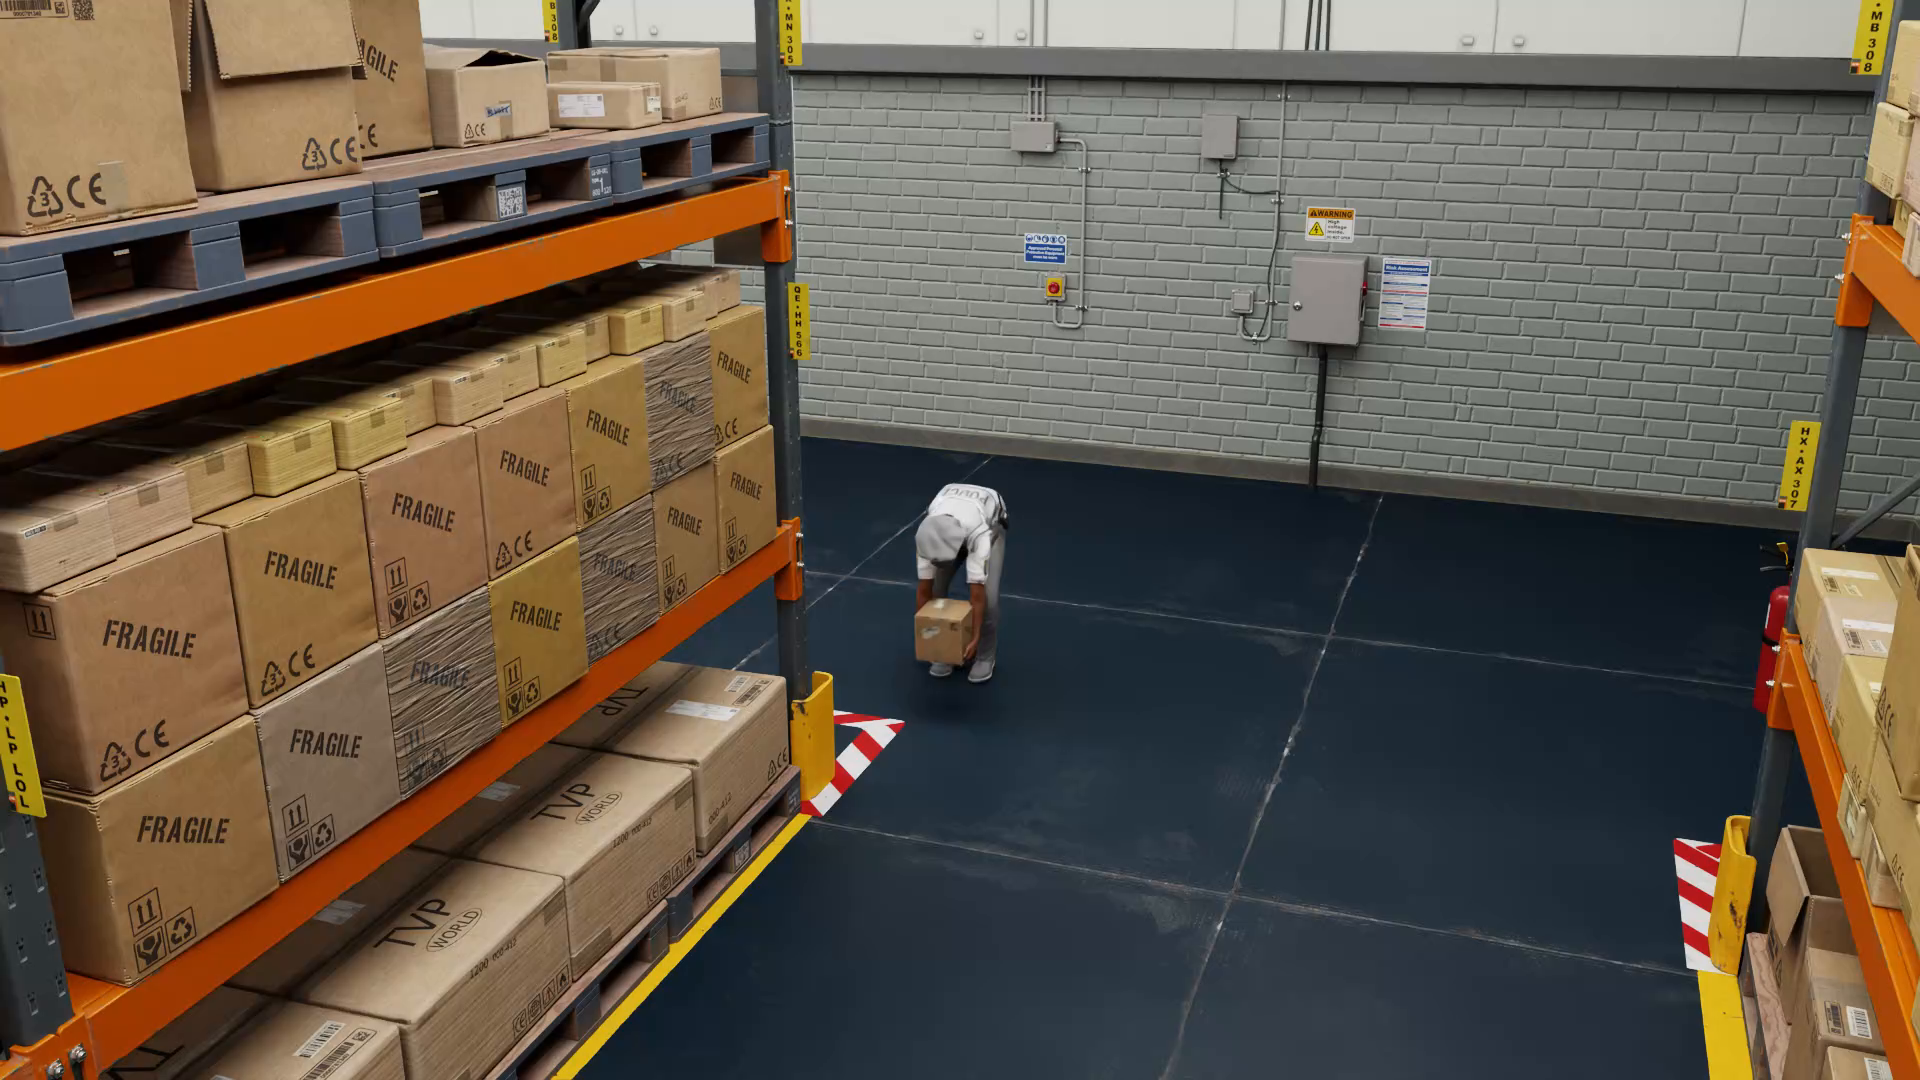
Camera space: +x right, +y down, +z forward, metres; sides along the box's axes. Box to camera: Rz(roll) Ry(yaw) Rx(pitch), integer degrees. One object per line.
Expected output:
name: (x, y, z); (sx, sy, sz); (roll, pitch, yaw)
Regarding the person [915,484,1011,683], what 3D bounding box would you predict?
person: (-0.018, 0.269, 8.717); (0.431, 1.059, 0.940); (6, 20, 16)
